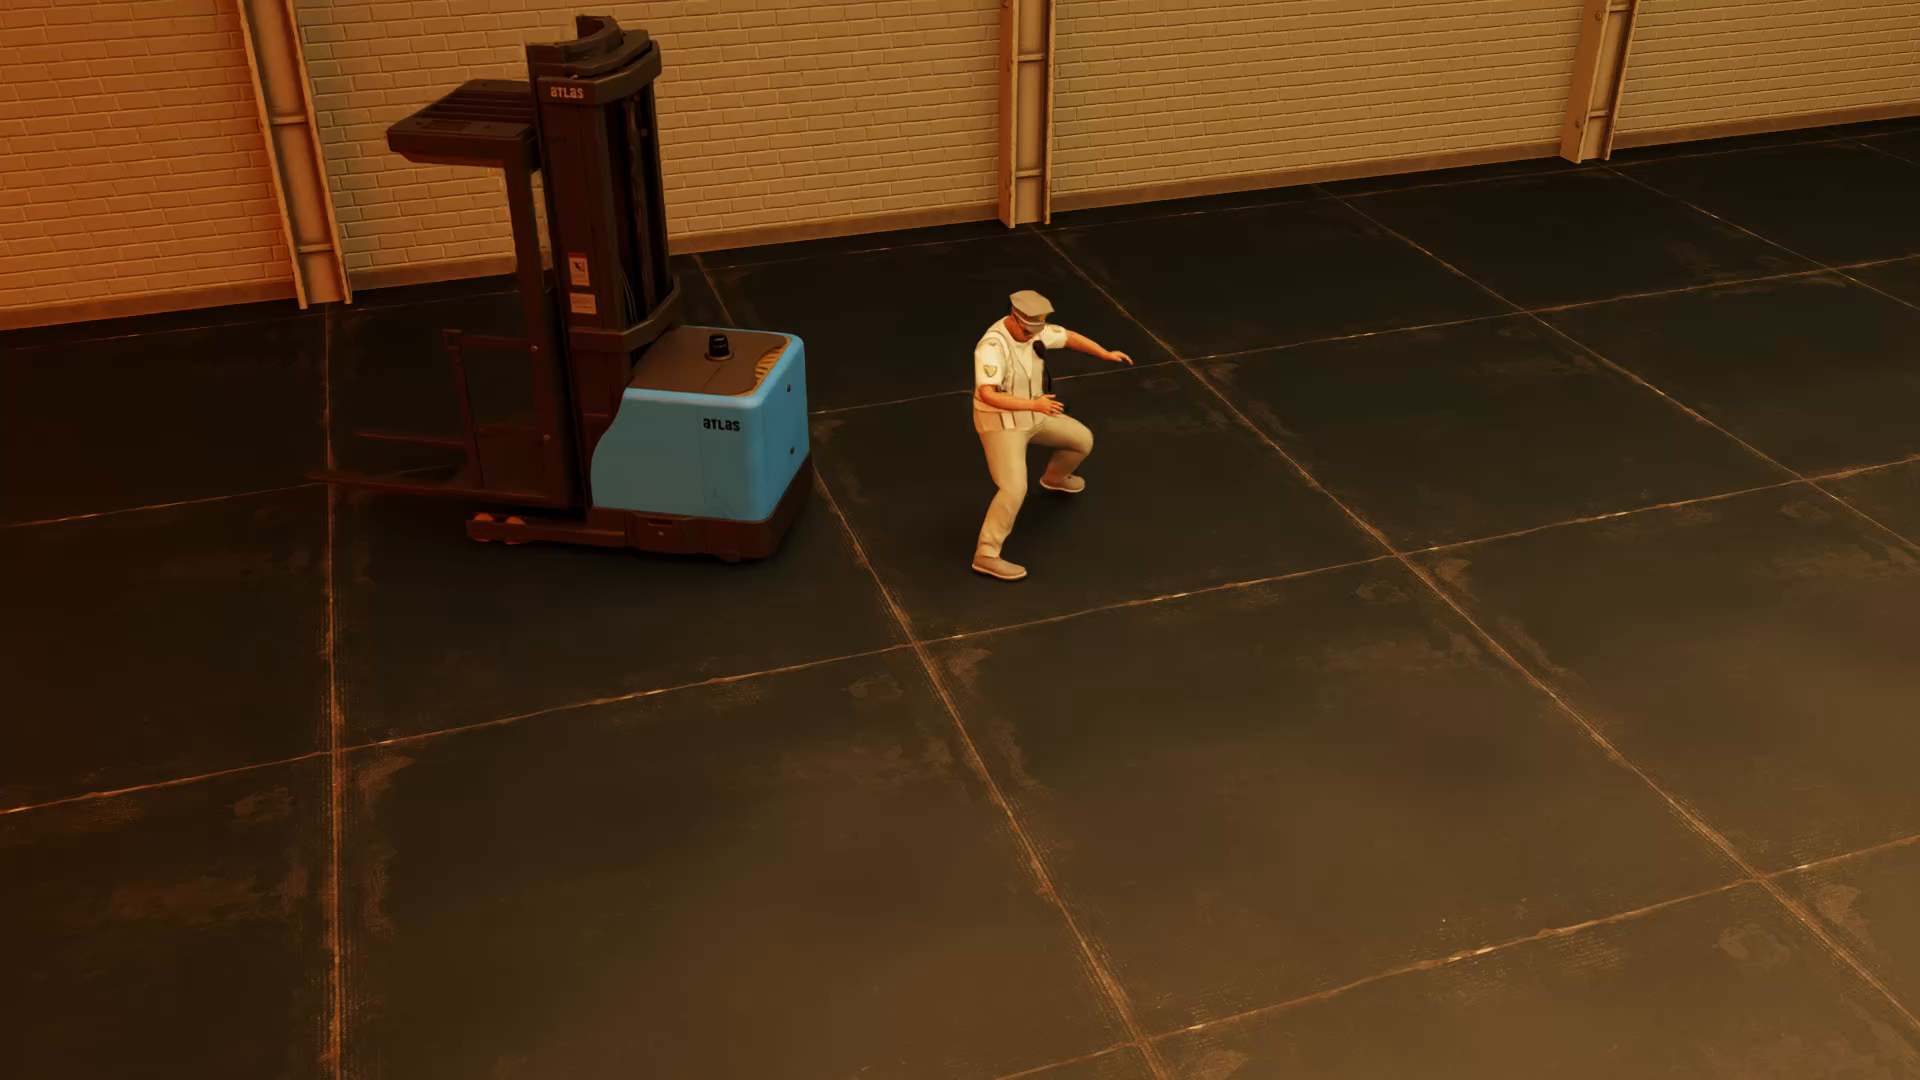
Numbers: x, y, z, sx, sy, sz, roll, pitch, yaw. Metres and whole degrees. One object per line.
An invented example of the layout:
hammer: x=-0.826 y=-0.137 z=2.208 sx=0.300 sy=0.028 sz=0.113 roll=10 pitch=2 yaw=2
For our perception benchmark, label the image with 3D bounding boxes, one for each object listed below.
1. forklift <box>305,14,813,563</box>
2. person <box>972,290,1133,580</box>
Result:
forklift: x=-2.495 y=-1.490 z=9.677 sx=3.031 sy=2.935 sz=1.130 roll=6 pitch=30 yaw=9
person: x=0.450 y=-0.725 z=9.752 sx=0.706 sy=1.528 sz=1.238 roll=25 pitch=39 yaw=37
